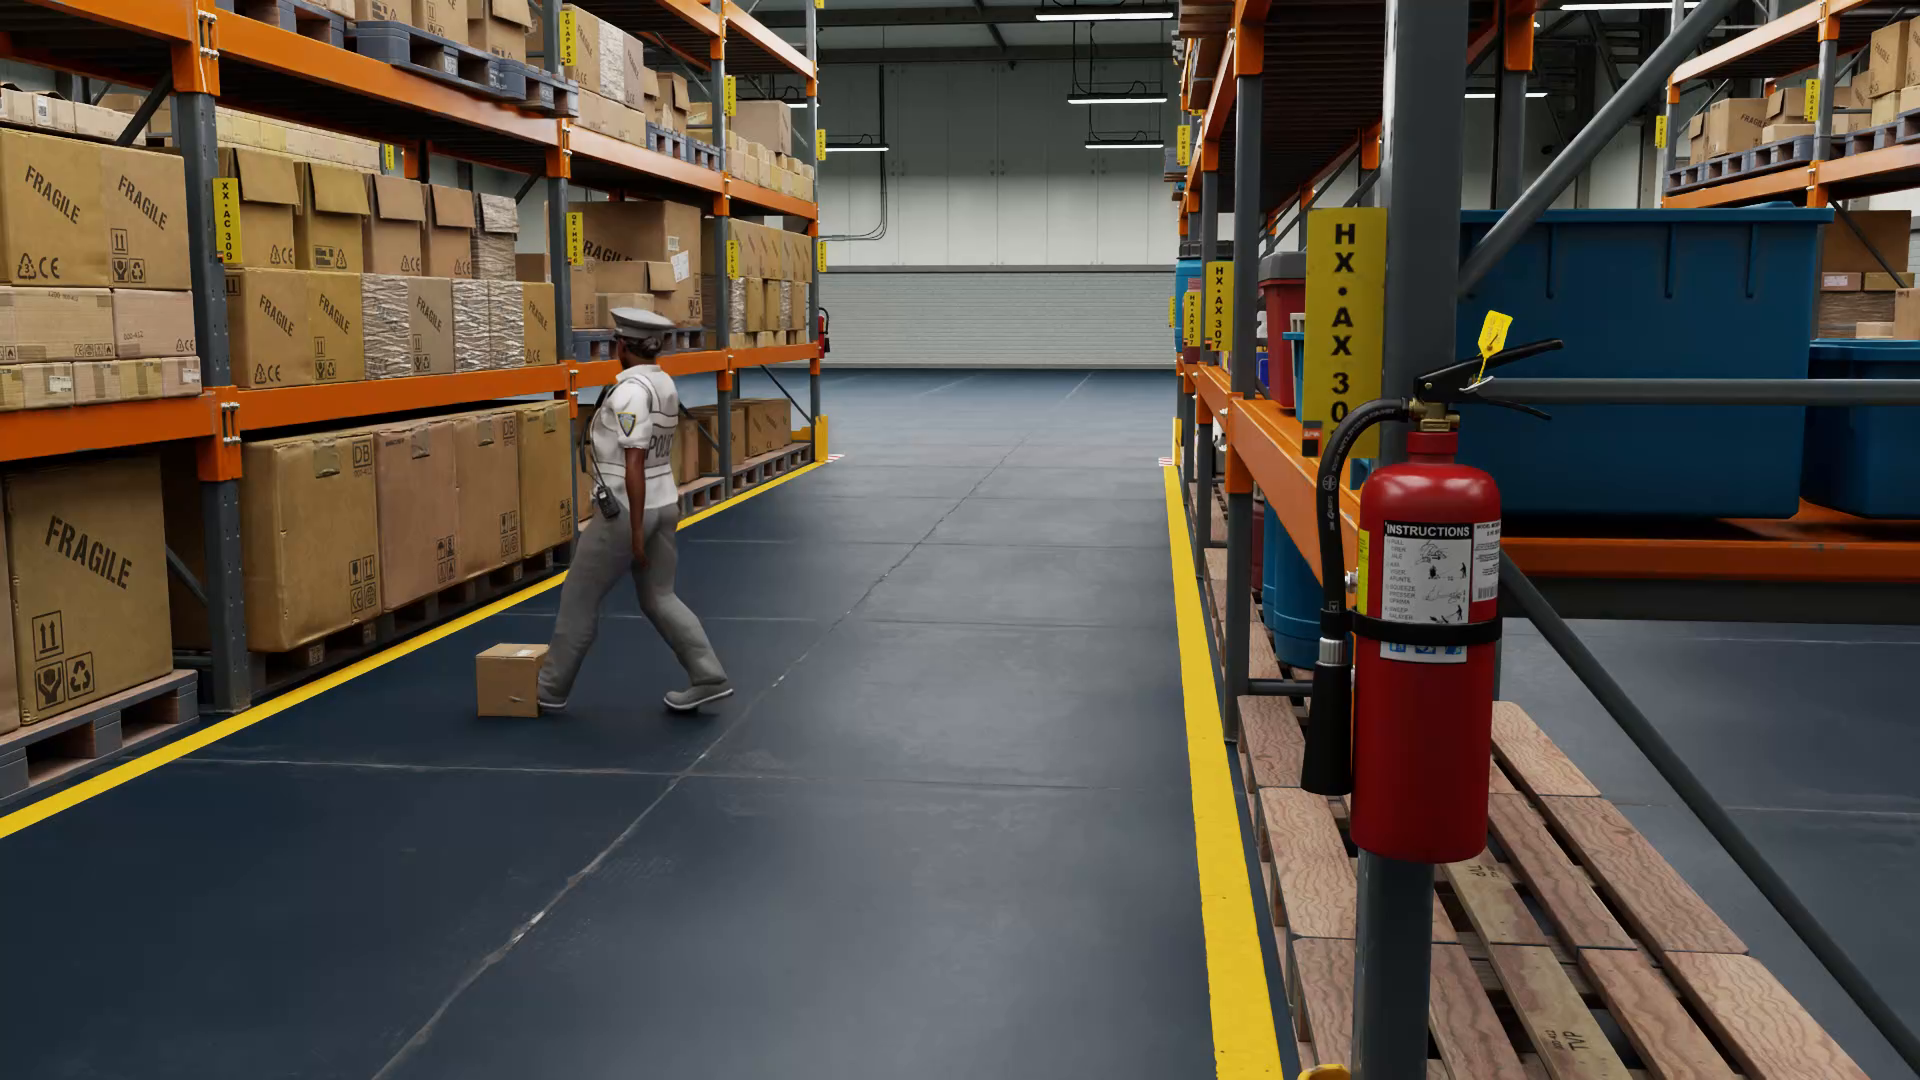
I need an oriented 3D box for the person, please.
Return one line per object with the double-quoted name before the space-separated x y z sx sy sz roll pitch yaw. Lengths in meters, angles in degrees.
"person" -1.396 -0.117 6.678 0.935 1.622 0.474 2 8 15
